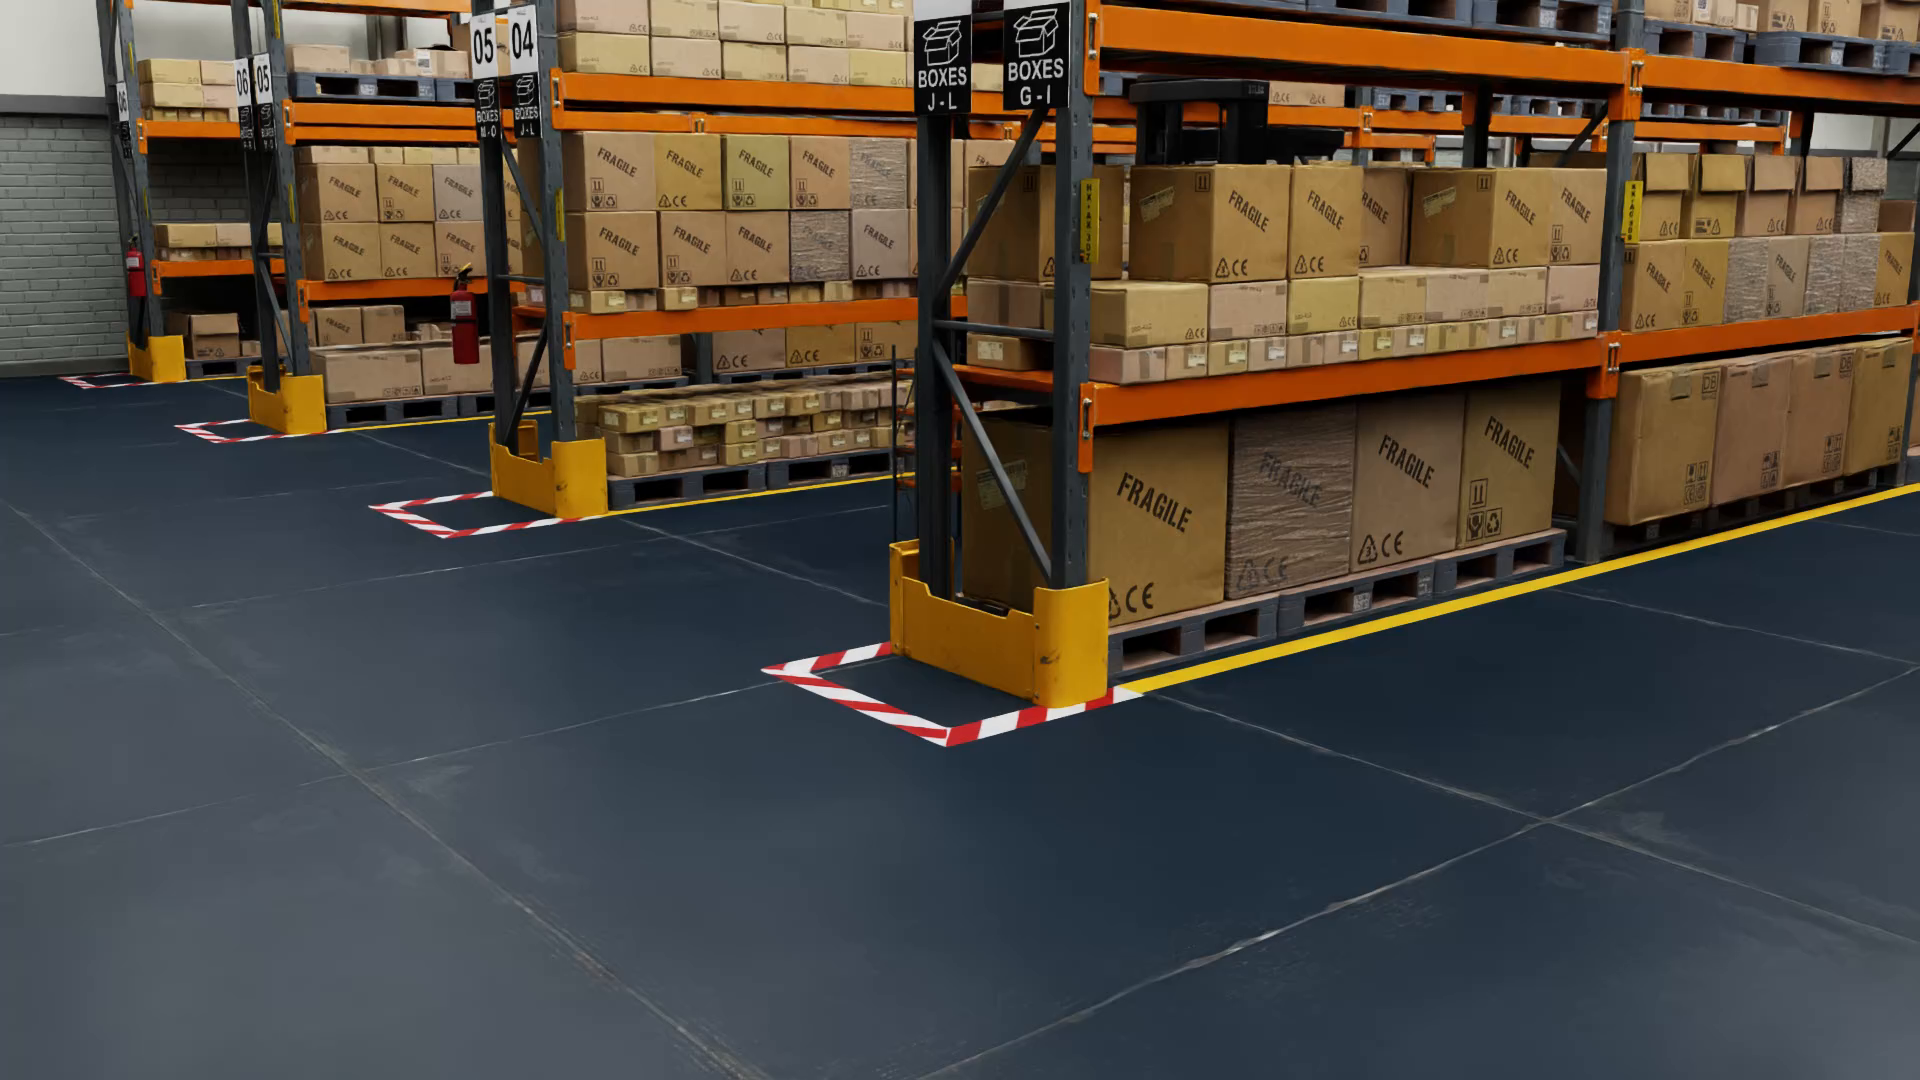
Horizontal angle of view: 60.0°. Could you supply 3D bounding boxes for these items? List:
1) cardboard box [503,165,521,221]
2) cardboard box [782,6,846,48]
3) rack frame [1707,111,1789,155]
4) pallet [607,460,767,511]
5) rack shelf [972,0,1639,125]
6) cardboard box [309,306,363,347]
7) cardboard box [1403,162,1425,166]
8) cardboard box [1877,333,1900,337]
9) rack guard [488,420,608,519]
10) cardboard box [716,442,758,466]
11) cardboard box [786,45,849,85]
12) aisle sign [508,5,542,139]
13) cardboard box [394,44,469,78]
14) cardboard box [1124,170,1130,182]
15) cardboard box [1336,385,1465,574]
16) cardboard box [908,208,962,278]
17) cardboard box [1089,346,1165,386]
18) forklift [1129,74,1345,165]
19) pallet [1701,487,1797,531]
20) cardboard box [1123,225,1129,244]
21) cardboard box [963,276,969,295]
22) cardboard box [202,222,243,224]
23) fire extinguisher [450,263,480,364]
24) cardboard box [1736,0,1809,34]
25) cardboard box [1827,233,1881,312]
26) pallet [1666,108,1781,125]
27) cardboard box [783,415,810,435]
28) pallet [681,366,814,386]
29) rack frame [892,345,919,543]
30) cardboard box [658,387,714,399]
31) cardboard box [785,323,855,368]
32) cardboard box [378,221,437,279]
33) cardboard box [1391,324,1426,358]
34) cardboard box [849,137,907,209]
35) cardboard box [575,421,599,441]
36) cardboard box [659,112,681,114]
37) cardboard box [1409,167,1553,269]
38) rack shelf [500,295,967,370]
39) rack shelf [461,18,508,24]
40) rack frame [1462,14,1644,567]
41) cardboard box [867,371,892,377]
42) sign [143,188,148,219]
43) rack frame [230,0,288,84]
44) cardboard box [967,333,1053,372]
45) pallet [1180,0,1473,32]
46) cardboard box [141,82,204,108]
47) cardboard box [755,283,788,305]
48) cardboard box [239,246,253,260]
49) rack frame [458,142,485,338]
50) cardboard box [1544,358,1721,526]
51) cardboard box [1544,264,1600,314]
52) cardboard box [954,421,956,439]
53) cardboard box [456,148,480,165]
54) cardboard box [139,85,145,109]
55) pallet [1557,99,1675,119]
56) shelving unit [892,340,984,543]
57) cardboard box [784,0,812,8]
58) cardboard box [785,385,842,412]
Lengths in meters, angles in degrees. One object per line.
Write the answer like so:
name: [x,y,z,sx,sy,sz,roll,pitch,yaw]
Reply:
cardboard box: [-4.284,-3.249,15.562,0.500,0.500,0.500,-9,15,-37]
cardboard box: [-1.143,-3.555,11.585,0.500,0.250,0.500,-10,16,-40]
rack frame: [9.643,-3.781,20.711,0.127,3.000,1.000,-9,15,-38]
pallet: [-2.135,-0.450,11.739,1.213,0.211,1.003,-9,15,-38]
rack shelf: [1.730,-2.262,8.069,4.000,0.370,1.077,-9,15,-38]
cardboard box: [-7.422,-2.502,19.699,0.500,0.500,0.500,-9,15,-37]
cardboard box: [6.209,-5.152,23.806,0.500,0.500,0.700,-10,16,-39]
cardboard box: [7.328,-1.446,12.873,0.500,0.250,0.500,-7,14,-31]
rack guard: [-2.792,-0.492,11.240,0.348,0.500,1.175,-9,15,-38]
cardboard box: [-1.631,-0.627,11.714,0.250,0.149,0.380,-9,15,-37]
cardboard box: [-1.123,-3.317,11.667,0.500,0.250,0.500,-10,15,-38]
aisle sign: [-2.721,-2.918,10.390,0.004,0.787,0.394,-9,15,-38]
cardboard box: [-4.822,-4.358,15.173,0.500,0.311,0.500,-9,15,-37]
cardboard box: [1.976,-4.607,21.074,0.250,0.149,0.380,-8,15,-35]
cardboard box: [2.024,-0.383,8.813,0.875,0.875,0.875,-9,15,-38]
cardboard box: [-0.335,-2.242,12.509,0.500,0.500,0.500,-10,16,-39]
cardboard box: [0.652,-0.756,7.075,0.250,0.149,0.380,-9,15,-37]
forklift: [2.000,-1.871,11.883,1.130,2.935,3.031,11,16,42]
pallet: [4.801,-0.313,11.096,1.213,0.211,1.003,-9,15,-38]
cardboard box: [1.270,-2.496,13.537,0.250,0.149,0.380,-9,15,-36]
cardboard box: [0.063,-1.974,12.810,0.250,0.149,0.380,-10,16,-39]
cardboard box: [-8.529,-3.540,19.225,0.500,0.250,0.500,-9,15,-37]
fire extinguisher: [-3.336,-1.526,11.179,0.183,0.674,0.296,-9,15,-38]
cardboard box: [4.834,-3.380,10.342,0.637,0.503,0.797,-10,15,-38]
cardboard box: [5.792,-1.806,11.171,0.500,0.500,0.500,-10,15,-38]
pallet: [9.070,-5.107,19.948,1.213,0.211,1.003,-9,15,-38]
cardboard box: [-1.295,-0.867,12.127,0.250,0.149,0.380,-8,15,-35]
pallet: [-2.343,-1.762,17.916,1.213,0.211,1.003,-9,15,-38]
rack frame: [-0.320,-0.534,9.754,0.015,1.200,0.240,-9,15,-38]
cardboard box: [-1.999,-1.017,12.117,0.250,0.149,0.380,-10,16,-40]
cardboard box: [-1.764,-2.391,18.273,0.875,0.875,0.875,-9,15,-36]
cardboard box: [-5.091,-2.629,15.047,0.500,0.500,0.500,-10,15,-38]
cardboard box: [2.056,-0.991,8.177,0.250,0.149,0.380,-9,15,-37]
cardboard box: [-0.735,-2.670,12.117,0.500,0.500,0.500,-9,15,-36]
cardboard box: [-2.617,-0.776,11.696,0.250,0.149,0.380,-10,16,-39]
cardboard box: [-3.911,-5.494,21.922,0.500,0.250,0.500,-9,15,-38]
cardboard box: [2.706,-1.677,8.647,0.500,0.500,0.500,-9,15,-37]
rack shelf: [-1.289,-1.612,12.231,4.000,0.370,1.077,-9,15,-38]
rack shelf: [-4.441,-6.464,21.602,4.000,0.370,1.077,-9,15,-38]
rack frame: [3.292,-1.406,9.528,0.127,3.000,1.000,-9,15,-38]
cardboard box: [-0.545,-1.247,13.201,0.250,0.149,0.380,-10,15,-38]
sign: [-8.787,-3.634,17.938,0.005,0.325,0.100,-9,15,-38]
rack frame: [-6.022,-5.429,14.030,0.127,3.000,1.000,-9,15,-38]
cardboard box: [0.241,-0.864,7.579,0.250,0.149,0.380,-9,15,-37]
pallet: [1.695,-2.568,7.992,1.213,0.211,1.003,-9,15,-38]
cardboard box: [-8.609,-4.851,18.178,0.500,0.250,0.500,-10,15,-38]
cardboard box: [-1.423,-1.751,11.758,0.250,0.149,0.380,-10,15,-39]
cardboard box: [-8.109,-3.277,18.945,0.250,0.149,0.380,-9,15,-36]
rack frame: [-6.003,-3.818,20.887,0.127,3.000,1.000,-9,15,-38]
cardboard box: [3.779,-0.658,10.111,0.875,0.875,1.225,-9,15,-37]
cardboard box: [3.111,-1.378,9.042,0.500,0.250,0.500,-10,15,-39]
cardboard box: [-0.242,-0.863,12.825,0.250,0.149,0.380,-10,16,-40]
cardboard box: [-4.550,-3.517,15.259,0.250,0.149,0.380,-9,15,-37]
cardboard box: [-8.949,-4.940,18.595,0.500,0.250,0.500,-10,15,-39]
pallet: [7.165,-4.790,18.457,1.213,0.211,1.003,-9,15,-38]
shelving unit: [-0.129,-0.565,9.903,0.503,1.200,0.258,-9,15,-38]
cardboard box: [-1.225,-3.740,11.495,0.250,0.149,0.380,-9,15,-36]
cardboard box: [-1.078,-1.041,12.231,0.250,0.149,0.380,-9,15,-38]
